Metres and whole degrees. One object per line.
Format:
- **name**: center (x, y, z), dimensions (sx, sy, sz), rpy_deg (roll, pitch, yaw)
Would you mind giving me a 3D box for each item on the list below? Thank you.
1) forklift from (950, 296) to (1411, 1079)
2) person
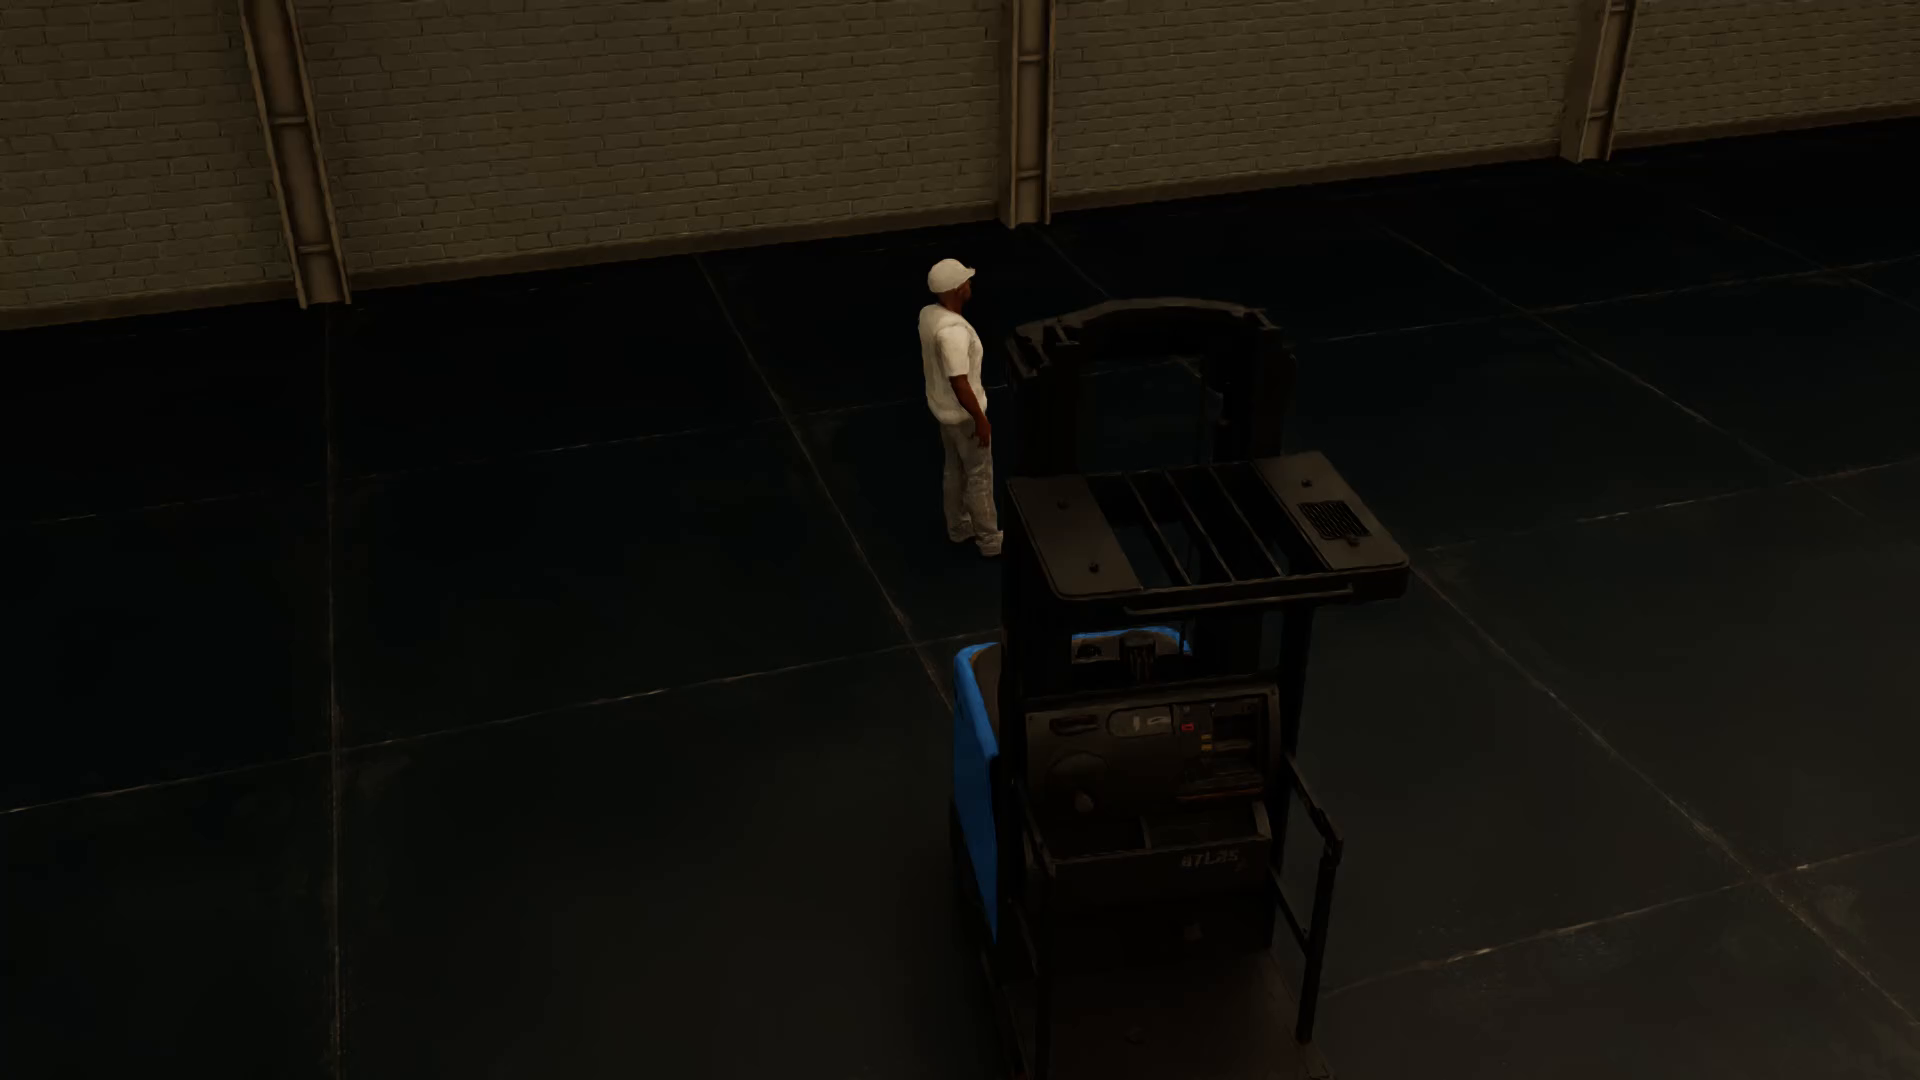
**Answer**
- **forklift**: center (0.728, 0.788, 5.717), dimensions (1.130, 2.935, 3.031), rpy_deg (-5, 30, -9)
- **person**: center (0.068, -0.780, 9.597), dimensions (0.576, 1.766, 0.665), rpy_deg (-10, 31, -16)
